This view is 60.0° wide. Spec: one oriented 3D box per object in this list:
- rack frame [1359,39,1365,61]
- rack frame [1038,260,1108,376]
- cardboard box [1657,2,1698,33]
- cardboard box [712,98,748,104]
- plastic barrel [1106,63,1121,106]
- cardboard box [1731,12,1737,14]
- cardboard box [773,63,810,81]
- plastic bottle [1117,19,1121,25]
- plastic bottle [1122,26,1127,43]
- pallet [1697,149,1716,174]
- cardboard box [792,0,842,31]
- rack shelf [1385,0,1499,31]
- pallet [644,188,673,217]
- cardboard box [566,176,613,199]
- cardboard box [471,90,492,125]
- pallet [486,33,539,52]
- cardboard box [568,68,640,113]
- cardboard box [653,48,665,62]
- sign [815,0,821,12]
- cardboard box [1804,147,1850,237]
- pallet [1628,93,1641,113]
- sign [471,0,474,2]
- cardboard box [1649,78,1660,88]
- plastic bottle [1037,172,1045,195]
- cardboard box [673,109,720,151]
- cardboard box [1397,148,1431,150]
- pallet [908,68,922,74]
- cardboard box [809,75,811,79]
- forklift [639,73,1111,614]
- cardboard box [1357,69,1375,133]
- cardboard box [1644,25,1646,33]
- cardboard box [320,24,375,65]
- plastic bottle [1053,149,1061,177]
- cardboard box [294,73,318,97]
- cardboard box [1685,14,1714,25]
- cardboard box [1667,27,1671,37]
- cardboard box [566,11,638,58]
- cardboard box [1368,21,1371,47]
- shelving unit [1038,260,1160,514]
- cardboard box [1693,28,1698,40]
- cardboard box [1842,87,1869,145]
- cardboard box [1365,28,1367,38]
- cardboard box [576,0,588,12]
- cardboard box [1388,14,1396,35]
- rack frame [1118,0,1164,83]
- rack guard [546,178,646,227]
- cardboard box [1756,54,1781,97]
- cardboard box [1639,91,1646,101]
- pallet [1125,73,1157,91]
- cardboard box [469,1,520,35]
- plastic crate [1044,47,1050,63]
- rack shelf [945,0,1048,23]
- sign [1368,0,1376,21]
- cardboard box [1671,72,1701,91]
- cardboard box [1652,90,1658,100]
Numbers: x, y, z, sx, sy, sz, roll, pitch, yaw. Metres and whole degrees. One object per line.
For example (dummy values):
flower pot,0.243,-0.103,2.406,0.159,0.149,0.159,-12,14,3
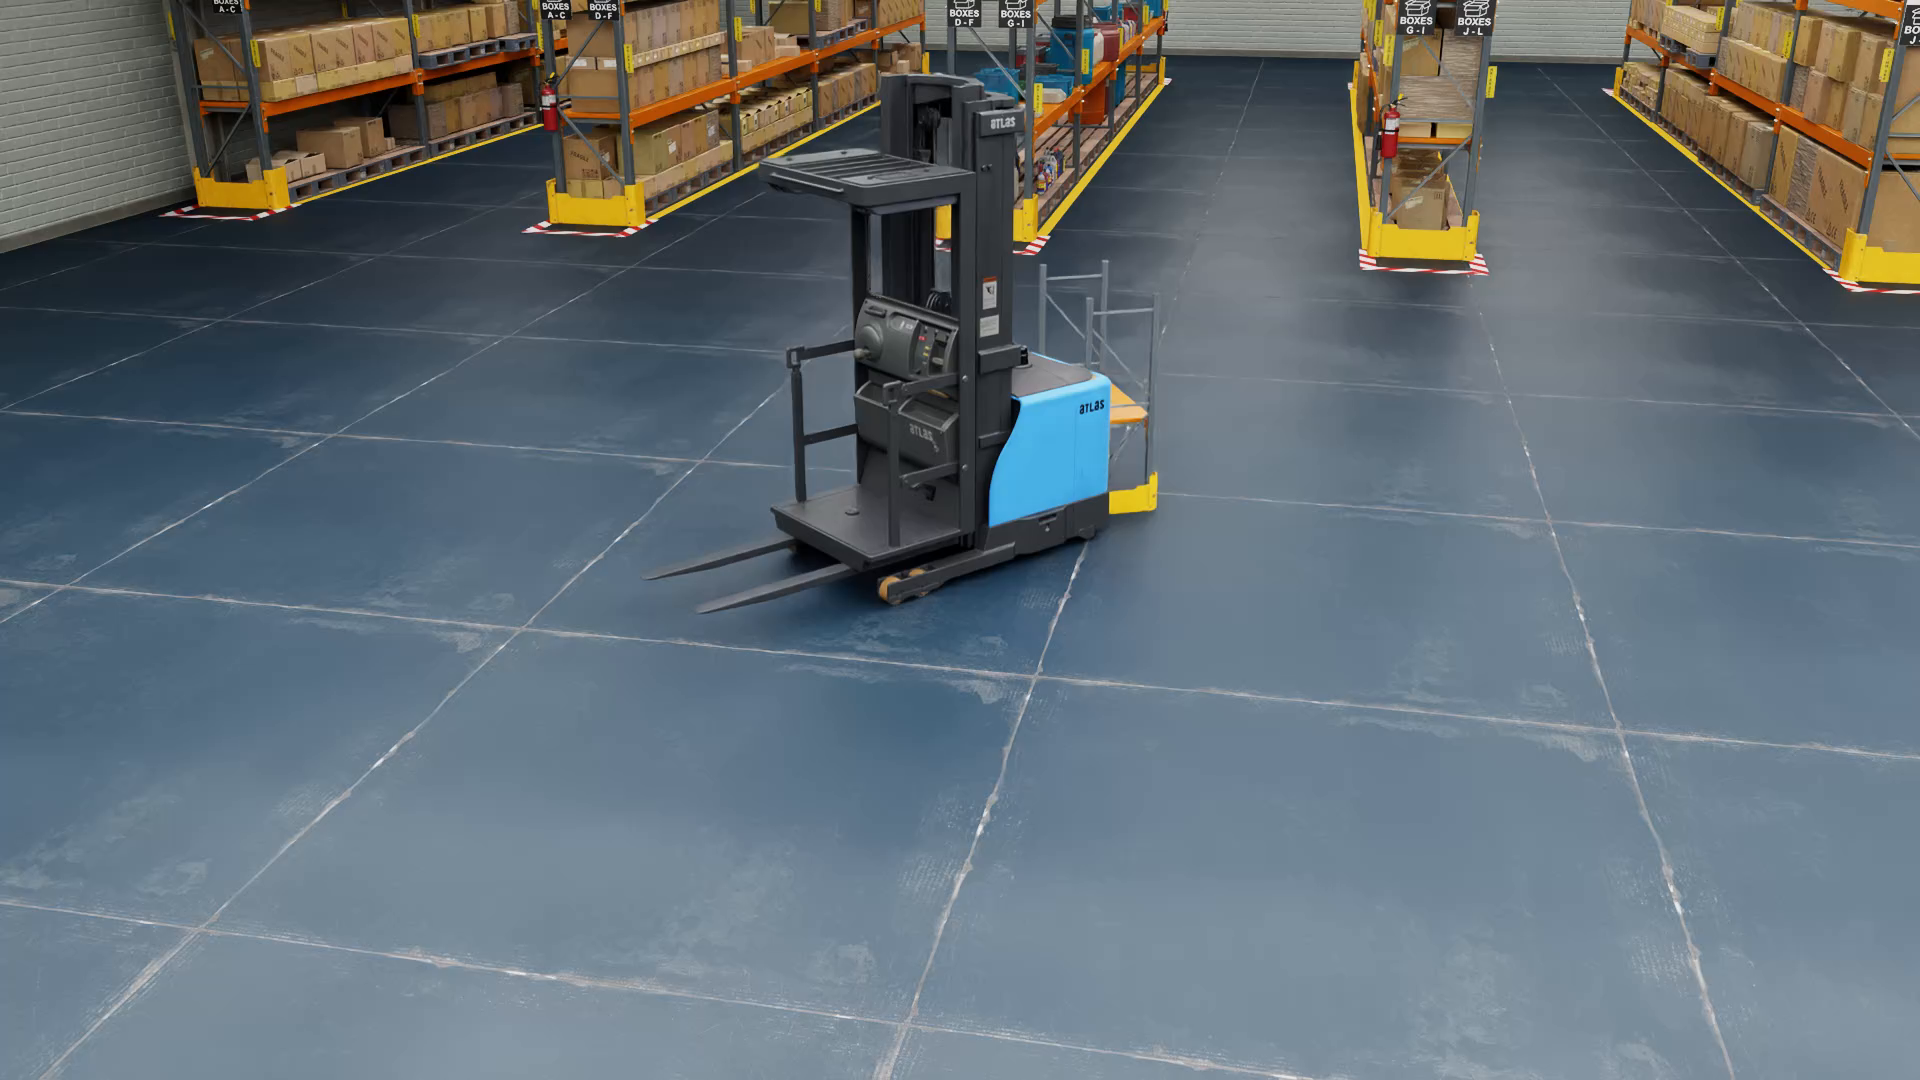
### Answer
rack frame,8.469,-10.443,32.768,1.000,3.000,0.127,4,22,11
rack frame,0.801,-1.253,11.957,0.500,1.500,0.032,-6,23,-14
cardboard box,12.310,-8.948,28.524,0.500,0.500,0.500,4,22,11
cardboard box,-3.565,-6.717,25.884,0.500,0.311,0.500,4,22,10
plastic barrel,2.532,-8.123,29.253,0.600,0.901,0.708,4,22,11
cardboard box,12.330,-8.281,26.378,0.380,0.149,0.250,3,22,9
cardboard box,-2.892,-8.047,28.573,0.500,0.250,0.500,5,23,13
plastic bottle,2.758,-8.917,29.046,0.144,0.351,0.185,4,22,11
plastic bottle,2.788,-8.679,28.555,0.152,0.276,0.135,4,22,11
pallet,11.437,-5.526,24.292,1.003,0.211,1.213,4,22,11
cardboard box,-2.469,-9.074,28.673,0.700,0.500,0.500,9,24,21
rack shelf,5.612,-6.381,19.629,1.077,0.370,4.000,4,22,11
pallet,-4.378,-4.338,21.341,1.003,0.211,1.213,4,22,11
cardboard box,-4.673,-4.486,21.096,0.500,0.250,0.500,4,22,11
cardboard box,-8.099,-7.064,27.135,0.700,0.500,0.500,4,22,11
pallet,-7.752,-8.292,27.685,1.213,0.211,1.003,4,22,11
cardboard box,-4.385,-5.564,20.520,0.700,0.500,0.500,4,22,11
cardboard box,-3.993,-6.200,21.231,0.380,0.149,0.250,4,22,9
sign,-2.317,-8.770,27.064,0.100,0.325,0.005,4,22,11
cardboard box,10.290,-3.961,18.955,0.875,0.875,0.875,4,22,10
pallet,12.837,-7.968,30.354,1.003,0.211,1.213,4,22,11
sign,-8.255,-9.228,28.202,0.100,0.325,0.005,4,22,11
cardboard box,12.363,-8.052,29.288,0.380,0.149,0.250,4,22,10
plastic bottle,1.030,-4.547,21.192,0.097,0.271,0.097,0,22,0
cardboard box,-3.671,-5.710,23.131,0.500,0.500,0.500,4,22,11
cardboard box,5.899,-4.947,21.904,0.500,0.500,0.500,4,22,9
pallet,-1.406,-9.587,34.375,1.003,0.211,1.213,4,22,11
cardboard box,-2.794,-7.868,29.131,0.500,0.500,0.500,4,22,9
forklift,-0.489,-1.196,9.900,3.031,2.935,1.130,-17,27,-35
cardboard box,6.998,-6.977,26.445,1.225,0.875,0.875,3,22,8
cardboard box,12.722,-9.337,30.358,0.380,0.149,0.250,4,22,10
cardboard box,-8.530,-6.912,23.171,0.500,0.500,0.500,4,22,9
plastic bottle,1.283,-5.080,22.408,0.144,0.351,0.185,3,22,8
cardboard box,-8.841,-6.009,21.933,0.500,0.250,0.500,4,22,9
cardboard box,11.589,-8.143,26.036,0.380,0.149,0.250,6,23,14
cardboard box,11.851,-8.341,27.324,0.380,0.149,0.250,5,22,11
cardboard box,-4.375,-6.185,20.326,0.700,0.500,0.500,5,22,11
cardboard box,7.110,-8.511,27.836,0.500,0.500,0.500,4,22,10
shelving unit,0.927,-1.073,11.509,0.587,1.500,1.083,-6,23,-14
cardboard box,11.430,-7.728,25.403,0.380,0.149,0.250,5,22,12
cardboard box,10.161,-4.588,18.030,0.875,0.550,0.550,4,22,11
cardboard box,7.394,-9.000,29.522,0.380,0.149,0.250,5,22,11
cardboard box,-7.044,-9.565,30.030,0.500,0.500,0.500,5,22,12
cardboard box,5.385,-6.008,19.885,0.500,0.500,0.500,4,22,11
rack frame,3.620,-10.821,33.706,1.000,3.000,0.127,4,22,11
rack guard,-4.498,-4.180,20.563,1.175,0.500,0.348,4,22,11
cardboard box,10.803,-6.082,21.805,0.500,0.500,0.500,4,22,10
cardboard box,12.445,-7.985,29.920,0.380,0.149,0.250,4,22,11
pallet,3.414,-9.229,33.485,1.003,0.211,1.213,4,22,11
cardboard box,-7.797,-8.728,27.787,0.700,0.500,0.500,2,22,5
plastic crate,1.092,-6.852,23.873,0.392,0.384,0.575,4,22,11
rack shelf,0.763,-6.758,20.567,1.077,0.370,4.000,4,22,11
sign,6.292,-8.096,25.390,0.100,0.325,0.005,4,22,11
cardboard box,11.972,-7.503,27.249,0.500,0.250,0.500,5,22,12
cardboard box,12.241,-7.715,28.850,0.380,0.149,0.250,5,22,12
